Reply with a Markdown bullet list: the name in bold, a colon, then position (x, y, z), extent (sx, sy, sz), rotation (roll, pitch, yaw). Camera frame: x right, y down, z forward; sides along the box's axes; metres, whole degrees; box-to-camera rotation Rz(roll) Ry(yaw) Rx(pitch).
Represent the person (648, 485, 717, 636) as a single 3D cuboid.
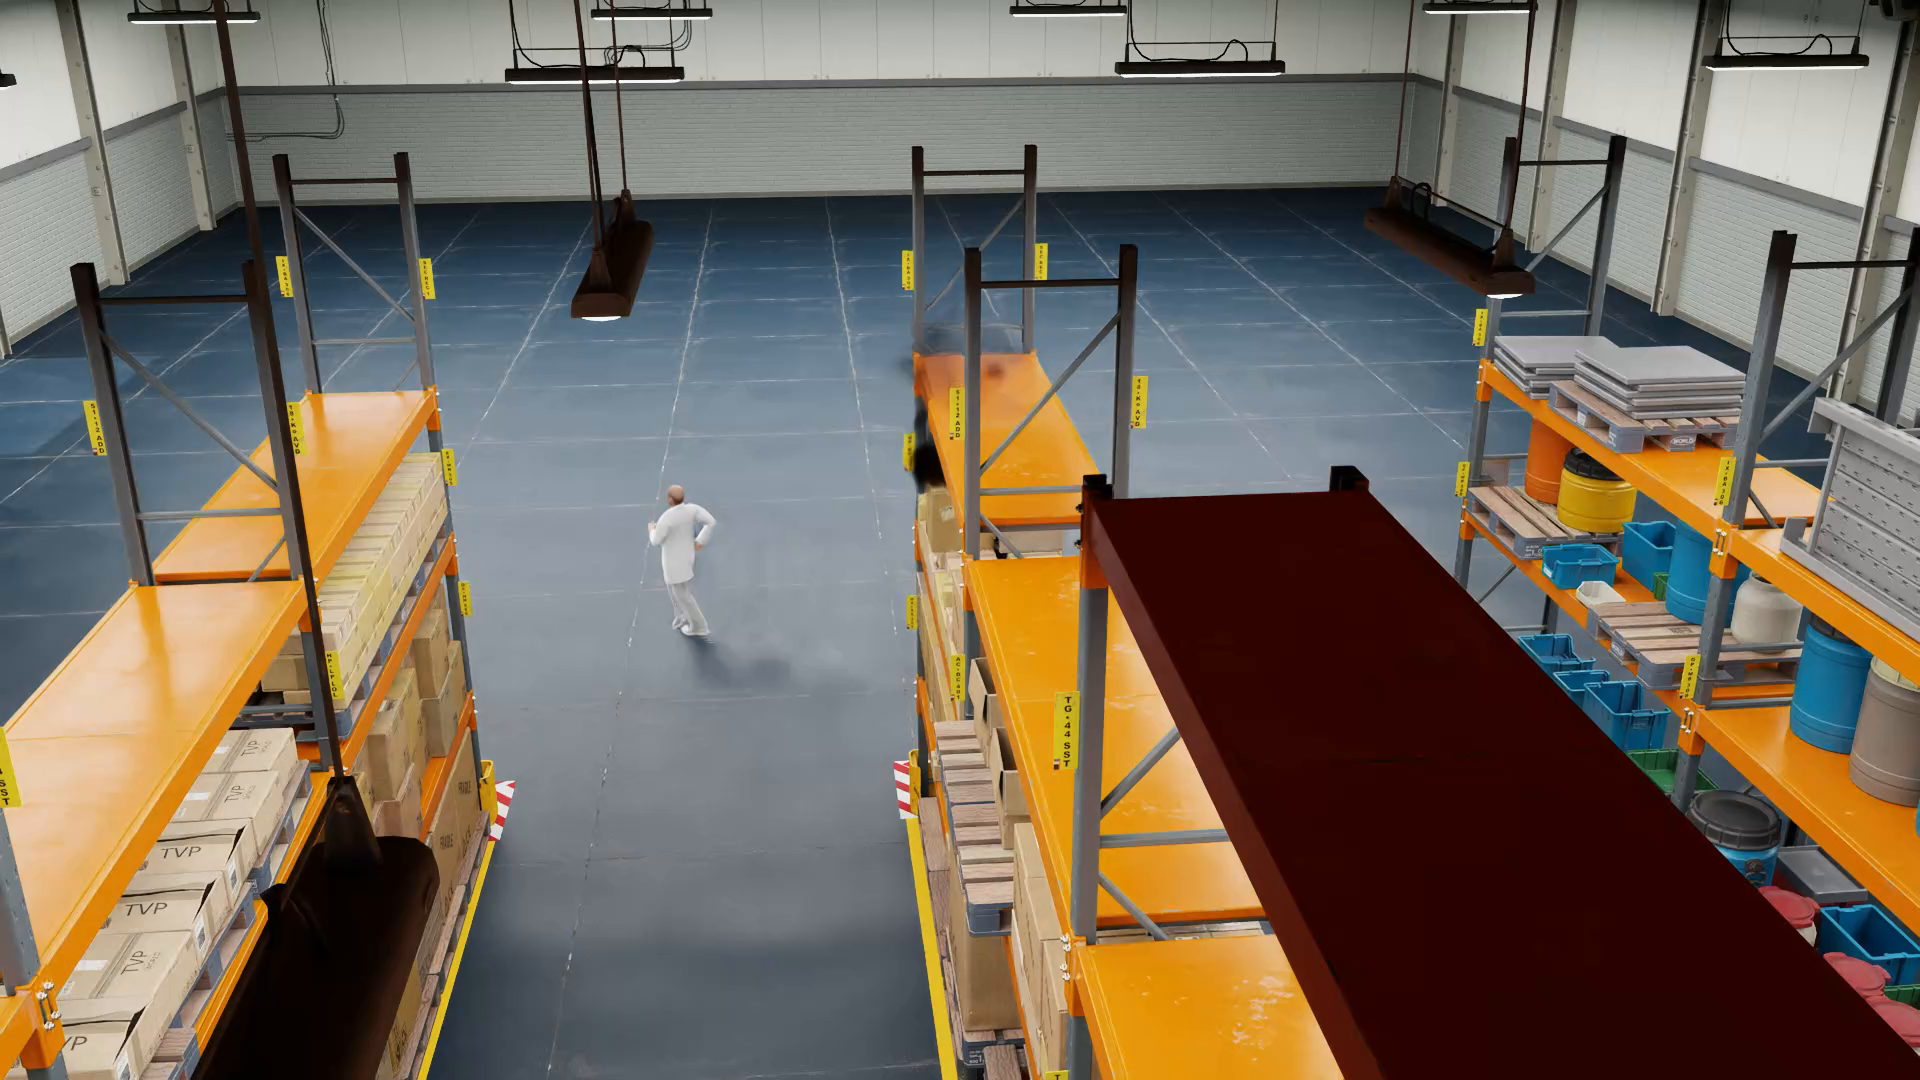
- **person**: position (-3.141, 0.249, 18.625), extent (0.819, 1.845, 0.673), rotation (12, 25, 28)
